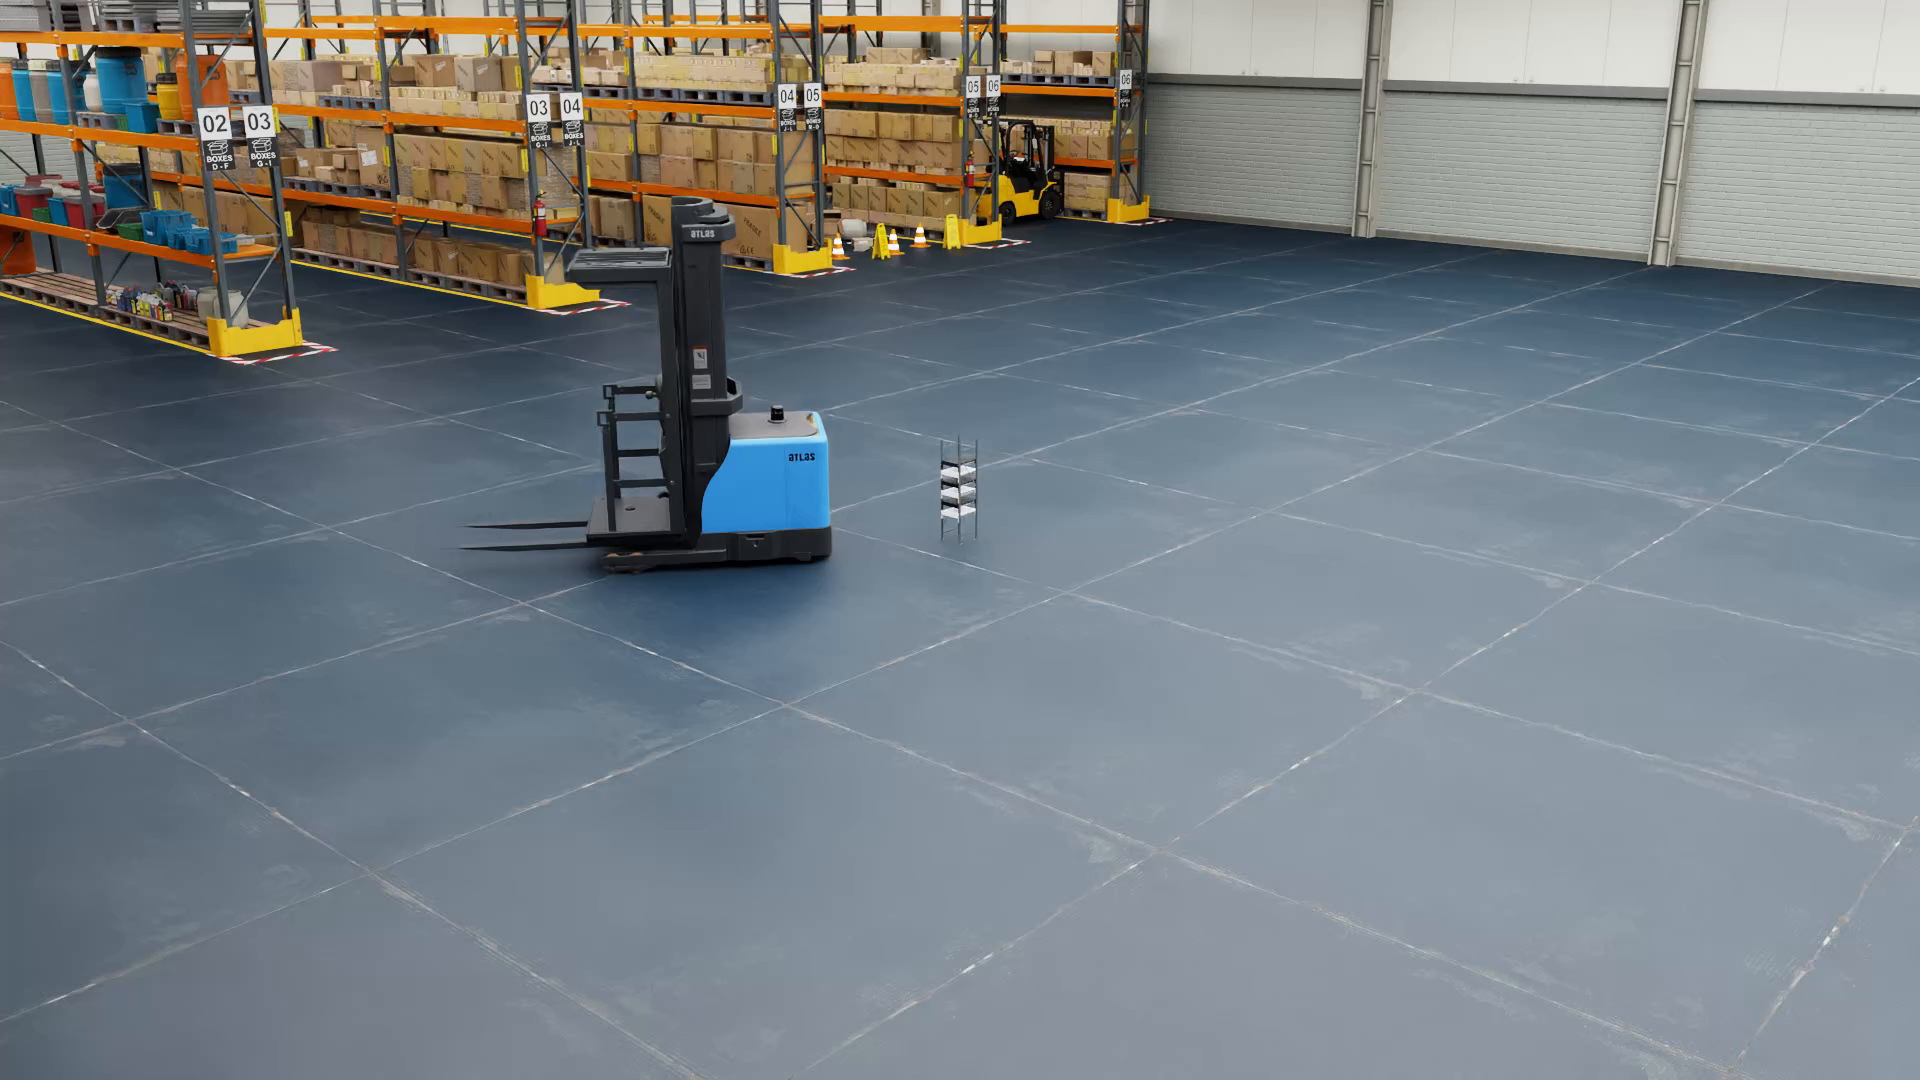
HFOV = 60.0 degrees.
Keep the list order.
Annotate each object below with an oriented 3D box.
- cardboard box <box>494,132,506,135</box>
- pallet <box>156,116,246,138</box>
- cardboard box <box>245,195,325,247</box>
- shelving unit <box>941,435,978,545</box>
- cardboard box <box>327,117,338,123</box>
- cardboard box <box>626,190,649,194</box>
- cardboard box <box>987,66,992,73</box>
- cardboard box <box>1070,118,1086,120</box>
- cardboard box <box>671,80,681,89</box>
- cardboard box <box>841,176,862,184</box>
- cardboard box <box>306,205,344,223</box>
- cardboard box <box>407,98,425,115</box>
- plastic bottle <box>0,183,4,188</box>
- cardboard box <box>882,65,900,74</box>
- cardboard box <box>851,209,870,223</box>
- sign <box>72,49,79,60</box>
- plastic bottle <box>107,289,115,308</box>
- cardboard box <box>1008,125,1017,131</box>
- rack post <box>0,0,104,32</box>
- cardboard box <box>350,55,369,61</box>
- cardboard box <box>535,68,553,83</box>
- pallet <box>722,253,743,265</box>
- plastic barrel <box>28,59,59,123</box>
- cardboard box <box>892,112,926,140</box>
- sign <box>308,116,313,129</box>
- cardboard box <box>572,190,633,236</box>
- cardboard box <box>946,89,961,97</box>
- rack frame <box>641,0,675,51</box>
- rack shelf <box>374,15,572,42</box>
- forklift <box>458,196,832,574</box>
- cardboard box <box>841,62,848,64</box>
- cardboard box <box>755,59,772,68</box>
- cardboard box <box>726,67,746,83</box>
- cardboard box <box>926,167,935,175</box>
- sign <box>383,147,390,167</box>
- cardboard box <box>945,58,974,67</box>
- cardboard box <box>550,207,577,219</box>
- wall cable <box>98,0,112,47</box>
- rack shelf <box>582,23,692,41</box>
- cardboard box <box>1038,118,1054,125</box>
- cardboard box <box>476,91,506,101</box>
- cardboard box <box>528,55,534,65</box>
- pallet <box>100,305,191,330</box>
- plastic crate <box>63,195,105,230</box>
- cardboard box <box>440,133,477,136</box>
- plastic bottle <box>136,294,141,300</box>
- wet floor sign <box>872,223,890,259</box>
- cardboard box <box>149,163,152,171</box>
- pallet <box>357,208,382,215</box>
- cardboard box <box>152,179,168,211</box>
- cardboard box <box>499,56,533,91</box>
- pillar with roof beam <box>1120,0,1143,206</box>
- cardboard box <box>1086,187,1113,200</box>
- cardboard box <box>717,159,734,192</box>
[{"bbox_3d":[-9.589,-8.507,35.022,0.250,0.149,0.380,14,22,37],"label":"cardboard box"},{"bbox_3d":[-10.017,-5.548,22.316,1.213,0.211,1.003,15,23,39],"label":"pallet"},{"bbox_3d":[-12.661,-6.078,31.450,0.875,0.875,1.225,14,22,37],"label":"cardboard box"},{"bbox_3d":[-0.006,-0.431,14.309,0.210,0.900,0.258,15,23,39],"label":"shelving unit"},{"bbox_3d":[-14.233,-9.871,38.275,0.500,0.500,0.500,16,24,41],"label":"cardboard box"},{"bbox_3d":[-7.375,-8.694,39.693,0.875,0.875,0.875,16,24,41],"label":"cardboard box"},{"bbox_3d":[0.837,-10.709,37.821,0.250,0.149,0.380,16,23,40],"label":"cardboard box"},{"bbox_3d":[2.685,-9.406,37.391,0.250,0.149,0.380,14,23,38],"label":"cardboard box"},{"bbox_3d":[-4.990,-8.250,30.073,0.250,0.149,0.380,15,23,38],"label":"cardboard box"},{"bbox_3d":[-2.274,-7.524,34.728,0.250,0.149,0.380,15,23,40],"label":"cardboard box"},{"bbox_3d":[-11.638,-5.995,30.536,0.500,0.250,0.500,16,24,41],"label":"cardboard box"},{"bbox_3d":[-8.602,-7.049,26.981,0.500,0.250,0.500,15,23,39],"label":"cardboard box"},{"bbox_3d":[-16.390,-5.973,28.495,0.133,0.283,0.061,15,23,39],"label":"plastic bottle"},{"bbox_3d":[-1.353,-9.446,33.382,0.250,0.149,0.380,16,23,40],"label":"cardboard box"},{"bbox_3d":[-1.920,-6.791,34.732,0.500,0.250,0.500,17,24,42],"label":"cardboard box"},{"bbox_3d":[-18.515,-10.113,34.812,0.005,0.325,0.100,15,23,39],"label":"sign"},{"bbox_3d":[-12.507,-3.569,24.511,0.097,0.271,0.097,0,18,0],"label":"plastic bottle"},{"bbox_3d":[1.310,-9.379,37.797,0.250,0.149,0.380,16,23,40],"label":"cardboard box"},{"bbox_3d":[-13.985,-8.154,24.926,3.121,1.000,1.013,15,23,39],"label":"rack post"},{"bbox_3d":[-13.386,-10.740,37.125,0.250,0.149,0.380,15,23,38],"label":"cardboard box"},{"bbox_3d":[-8.021,-9.159,32.771,0.500,0.250,0.500,16,24,41],"label":"cardboard box"},{"bbox_3d":[-4.366,-5.301,30.795,1.213,0.211,1.003,15,23,39],"label":"pallet"},{"bbox_3d":[-13.468,-6.676,24.730,0.600,0.901,0.600,0,18,0],"label":"plastic barrel"},{"bbox_3d":[-0.948,-8.285,33.275,0.500,0.500,0.700,15,23,39],"label":"cardboard box"},{"bbox_3d":[-15.135,-9.745,38.756,0.005,0.325,0.100,15,23,39],"label":"sign"},{"bbox_3d":[-7.042,-6.473,32.901,0.750,0.750,1.050,15,23,39],"label":"cardboard box"},{"bbox_3d":[-0.050,-8.701,32.355,0.250,0.149,0.380,15,23,39],"label":"cardboard box"},{"bbox_3d":[-8.273,-14.579,45.501,0.127,3.000,1.000,15,23,39],"label":"rack frame"},{"bbox_3d":[-7.671,-8.057,26.147,4.000,0.370,1.077,15,23,39],"label":"rack shelf"},{"bbox_3d":[-2.632,-1.289,13.657,3.031,2.935,1.130,-3,18,-8],"label":"forklift"},{"bbox_3d":[-2.714,-11.678,40.908,0.250,0.149,0.380,16,23,40],"label":"cardboard box"},{"bbox_3d":[-3.285,-8.171,28.508,0.250,0.149,0.380,15,23,40],"label":"cardboard box"},{"bbox_3d":[-3.733,-8.126,29.024,0.500,0.250,0.500,15,23,39],"label":"cardboard box"},{"bbox_3d":[-0.460,-7.372,33.125,0.250,0.149,0.380,15,23,38],"label":"cardboard box"},{"bbox_3d":[-9.533,-6.370,27.637,0.005,0.325,0.100,15,23,39],"label":"sign"},{"bbox_3d":[0.000,-11.035,38.581,0.500,0.311,0.500,14,22,38],"label":"cardboard box"},{"bbox_3d":[-6.230,-5.132,26.068,0.250,0.149,0.380,15,23,39],"label":"cardboard box"},{"bbox_3d":[-20.084,-14.661,40.443,0.120,5.999,2.277,15,23,39],"label":"wall cable"},{"bbox_3d":[-7.077,-11.717,38.333,4.000,0.370,1.077,15,23,39],"label":"rack shelf"},{"bbox_3d":[1.959,-9.391,37.341,0.250,0.149,0.380,15,23,39],"label":"cardboard box"},{"bbox_3d":[-7.290,-6.906,25.872,0.250,0.149,0.380,15,23,40],"label":"cardboard box"},{"bbox_3d":[-10.478,-11.919,41.365,0.500,0.311,0.500,16,23,40],"label":"cardboard box"},{"bbox_3d":[-11.980,-3.350,24.646,1.213,0.211,1.003,15,23,39],"label":"pallet"},{"bbox_3d":[-13.020,-4.882,24.758,0.583,0.464,0.402,15,23,39],"label":"plastic crate"},{"bbox_3d":[-8.273,-6.482,27.595,0.500,0.500,0.500,15,23,39],"label":"cardboard box"},{"bbox_3d":[-11.850,-3.418,24.033,0.097,0.271,0.097,0,18,0],"label":"plastic bottle"},{"bbox_3d":[-1.472,-5.563,30.901,0.232,0.644,0.267,11,20,30],"label":"wet floor sign"},{"bbox_3d":[-16.366,-7.624,33.920,0.250,0.149,0.380,16,23,40],"label":"cardboard box"},{"bbox_3d":[-13.225,-7.695,38.337,1.213,0.211,1.003,15,23,39],"label":"pallet"},{"bbox_3d":[-16.264,-7.069,34.573,0.875,0.875,0.875,15,23,39],"label":"cardboard box"},{"bbox_3d":[-7.107,-7.357,26.222,0.500,0.500,0.500,15,23,39],"label":"cardboard box"},{"bbox_3d":[0.914,-10.736,33.392,0.400,9.000,9.100,15,23,39],"label":"pillar with roof beam"},{"bbox_3d":[3.123,-7.662,36.647,0.500,0.250,0.500,15,23,39],"label":"cardboard box"},{"bbox_3d":[-3.877,-6.625,30.108,0.550,0.550,0.875,15,23,39],"label":"cardboard box"}]
